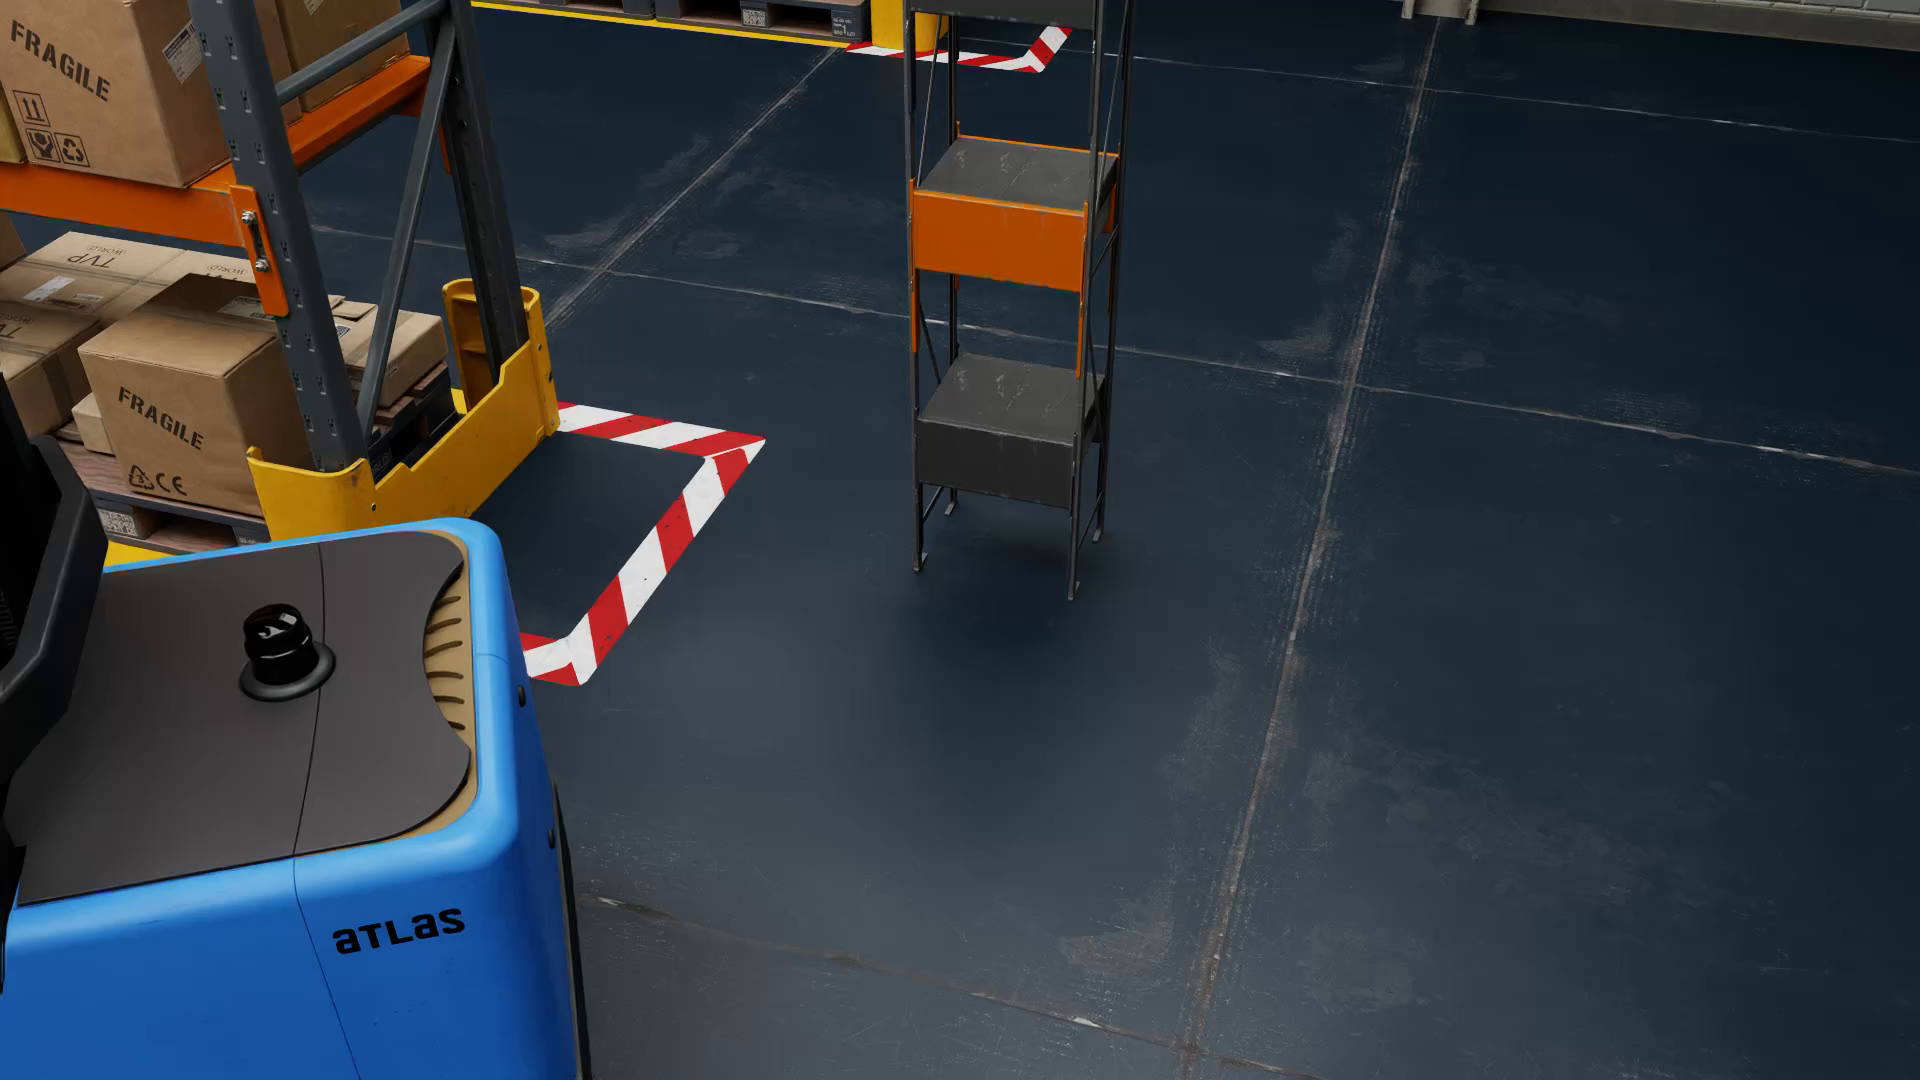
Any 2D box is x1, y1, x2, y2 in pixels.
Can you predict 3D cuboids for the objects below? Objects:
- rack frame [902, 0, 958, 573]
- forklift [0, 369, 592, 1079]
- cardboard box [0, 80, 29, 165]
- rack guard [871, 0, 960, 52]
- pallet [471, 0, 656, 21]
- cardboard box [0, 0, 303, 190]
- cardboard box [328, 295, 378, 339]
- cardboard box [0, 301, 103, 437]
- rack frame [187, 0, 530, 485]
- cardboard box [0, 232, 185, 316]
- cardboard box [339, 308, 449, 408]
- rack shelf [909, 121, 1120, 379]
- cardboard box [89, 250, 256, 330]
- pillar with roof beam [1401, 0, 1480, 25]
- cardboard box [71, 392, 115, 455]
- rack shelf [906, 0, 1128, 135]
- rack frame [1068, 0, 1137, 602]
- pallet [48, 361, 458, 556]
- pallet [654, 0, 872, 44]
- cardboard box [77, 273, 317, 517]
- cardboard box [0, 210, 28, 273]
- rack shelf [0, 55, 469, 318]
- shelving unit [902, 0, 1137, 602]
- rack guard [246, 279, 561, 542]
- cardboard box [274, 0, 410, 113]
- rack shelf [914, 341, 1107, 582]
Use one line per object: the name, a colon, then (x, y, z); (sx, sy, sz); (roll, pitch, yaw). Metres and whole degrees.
rack frame: (-0.075, -0.860, 4.646); (0.015, 2.100, 0.400); (10, 38, 14)
forklift: (-2.315, 0.119, 2.615); (3.031, 2.935, 1.130); (-9, 37, -12)
cardboard box: (-2.647, -1.377, 4.506); (0.500, 0.500, 0.500); (11, 38, 14)
rack guard: (-0.146, -3.114, 9.059); (0.348, 0.500, 1.175); (10, 38, 14)
pallet: (-2.116, -3.316, 9.577); (1.213, 0.211, 1.003); (10, 38, 14)
cardboard box: (-2.151, -1.287, 4.384); (0.500, 0.500, 0.500); (12, 38, 15)
cardboard box: (-2.178, -0.670, 5.649); (0.250, 0.166, 0.380); (10, 38, 14)
cardboard box: (-3.133, -0.533, 5.392); (0.500, 0.250, 0.500); (10, 38, 14)
rack frame: (-1.642, -1.322, 4.515); (0.127, 3.000, 1.000); (10, 38, 14)
cardboard box: (-3.031, -0.825, 5.789); (0.500, 0.250, 0.500); (10, 38, 14)
cardboard box: (-1.940, -0.619, 5.595); (0.250, 0.149, 0.380); (10, 38, 14)
rack shelf: (0.158, -0.805, 4.596); (0.480, 0.518, 0.431); (10, 38, 14)
cardboard box: (-2.554, -0.736, 5.668); (0.500, 0.250, 0.500); (10, 38, 14)
pillar with roof beam: (1.382, -4.118, 3.253); (0.400, 9.000, 9.100); (10, 38, 14)
cardboard box: (-2.595, -0.437, 5.332); (0.250, 0.166, 0.380); (10, 38, 14)
rack shelf: (0.158, -1.369, 4.181); (0.480, 0.518, 0.431); (10, 38, 14)
rack frame: (0.391, -0.773, 4.529); (0.015, 2.100, 0.400); (10, 38, 14)
pallet: (-2.476, -0.352, 5.551); (1.213, 0.211, 1.003); (10, 38, 14)
pallet: (-0.955, -3.099, 9.283); (1.213, 0.211, 1.003); (10, 38, 14)
cardboard box: (-2.235, -0.449, 5.067); (0.500, 0.500, 0.500); (10, 38, 14)
cardboard box: (-3.666, -0.871, 5.638); (0.637, 0.503, 0.797); (10, 38, 14)
rack shelf: (-3.551, -1.385, 5.209); (4.000, 0.370, 1.077); (10, 38, 14)
shelving unit: (0.158, -0.816, 4.588); (0.503, 2.100, 0.431); (10, 38, 14)
rack guard: (-1.715, -0.328, 5.274); (0.348, 0.500, 1.175); (10, 38, 14)
cardboard box: (-1.987, -1.589, 4.795); (0.500, 0.500, 0.500); (11, 38, 15)
rack shelf: (0.158, -0.242, 5.011); (0.480, 0.518, 0.431); (10, 38, 14)
